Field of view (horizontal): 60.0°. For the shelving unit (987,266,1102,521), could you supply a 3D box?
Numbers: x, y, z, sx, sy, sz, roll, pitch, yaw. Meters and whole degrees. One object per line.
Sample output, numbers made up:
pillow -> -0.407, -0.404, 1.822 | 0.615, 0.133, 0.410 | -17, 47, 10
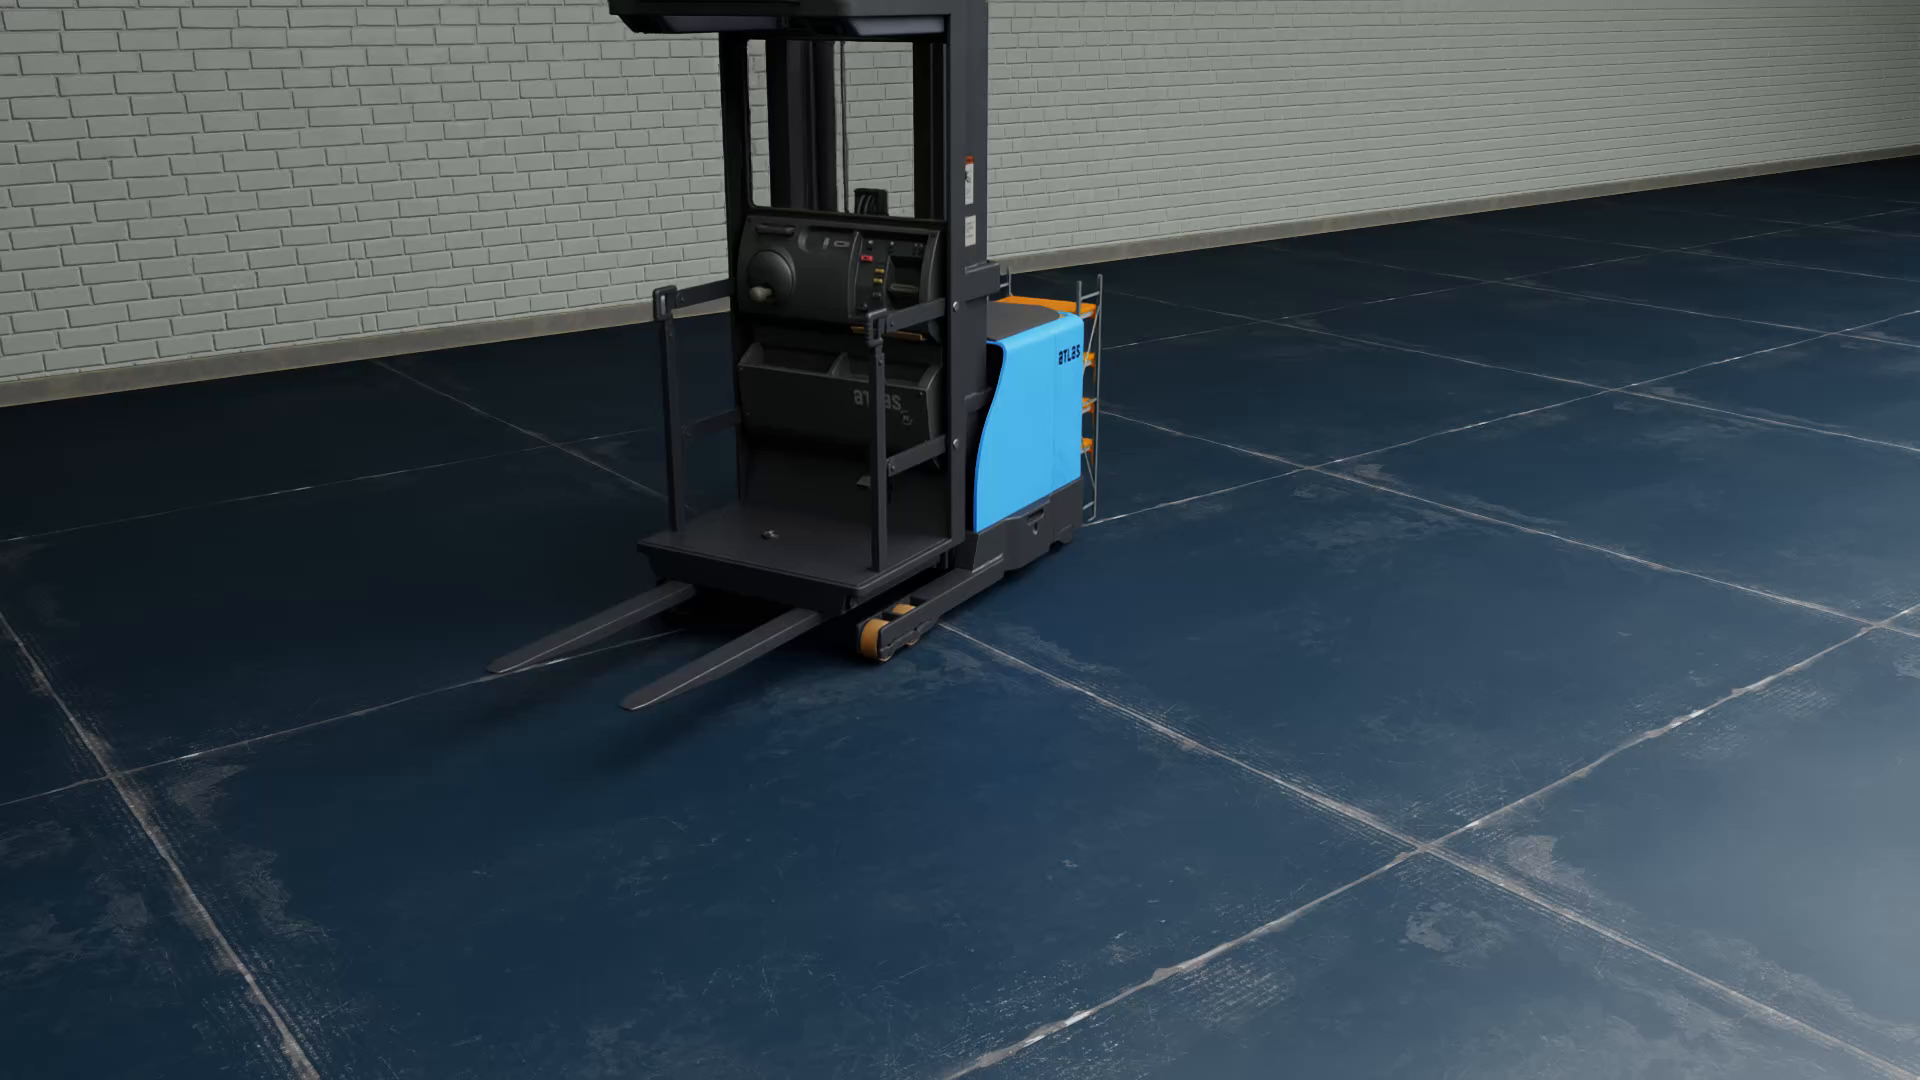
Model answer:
shelving unit -> 0.391, -0.686, 8.025 | 0.503, 1.200, 0.258 | 10, 21, 29

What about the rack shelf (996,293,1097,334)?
rack shelf -> 0.391, -1.059, 7.902 | 0.480, 0.148, 0.258 | 10, 21, 29

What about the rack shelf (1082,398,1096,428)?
rack shelf -> 0.391, -0.622, 8.046 | 0.480, 0.148, 0.258 | 10, 21, 29

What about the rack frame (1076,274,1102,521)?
rack frame -> 0.601, -0.647, 7.908 | 0.015, 1.200, 0.240 | 10, 21, 29

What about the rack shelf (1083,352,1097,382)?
rack shelf -> 0.391, -0.835, 7.976 | 0.480, 0.148, 0.258 | 10, 21, 29

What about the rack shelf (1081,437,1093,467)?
rack shelf -> 0.390, -0.434, 8.108 | 0.480, 0.148, 0.258 | 10, 21, 29

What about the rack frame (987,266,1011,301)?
rack frame -> 0.180, -0.725, 8.142 | 0.015, 1.200, 0.240 | 10, 21, 29

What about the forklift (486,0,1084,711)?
forklift -> -0.600, -1.084, 6.474 | 1.130, 2.935, 3.031 | 10, 21, 29
